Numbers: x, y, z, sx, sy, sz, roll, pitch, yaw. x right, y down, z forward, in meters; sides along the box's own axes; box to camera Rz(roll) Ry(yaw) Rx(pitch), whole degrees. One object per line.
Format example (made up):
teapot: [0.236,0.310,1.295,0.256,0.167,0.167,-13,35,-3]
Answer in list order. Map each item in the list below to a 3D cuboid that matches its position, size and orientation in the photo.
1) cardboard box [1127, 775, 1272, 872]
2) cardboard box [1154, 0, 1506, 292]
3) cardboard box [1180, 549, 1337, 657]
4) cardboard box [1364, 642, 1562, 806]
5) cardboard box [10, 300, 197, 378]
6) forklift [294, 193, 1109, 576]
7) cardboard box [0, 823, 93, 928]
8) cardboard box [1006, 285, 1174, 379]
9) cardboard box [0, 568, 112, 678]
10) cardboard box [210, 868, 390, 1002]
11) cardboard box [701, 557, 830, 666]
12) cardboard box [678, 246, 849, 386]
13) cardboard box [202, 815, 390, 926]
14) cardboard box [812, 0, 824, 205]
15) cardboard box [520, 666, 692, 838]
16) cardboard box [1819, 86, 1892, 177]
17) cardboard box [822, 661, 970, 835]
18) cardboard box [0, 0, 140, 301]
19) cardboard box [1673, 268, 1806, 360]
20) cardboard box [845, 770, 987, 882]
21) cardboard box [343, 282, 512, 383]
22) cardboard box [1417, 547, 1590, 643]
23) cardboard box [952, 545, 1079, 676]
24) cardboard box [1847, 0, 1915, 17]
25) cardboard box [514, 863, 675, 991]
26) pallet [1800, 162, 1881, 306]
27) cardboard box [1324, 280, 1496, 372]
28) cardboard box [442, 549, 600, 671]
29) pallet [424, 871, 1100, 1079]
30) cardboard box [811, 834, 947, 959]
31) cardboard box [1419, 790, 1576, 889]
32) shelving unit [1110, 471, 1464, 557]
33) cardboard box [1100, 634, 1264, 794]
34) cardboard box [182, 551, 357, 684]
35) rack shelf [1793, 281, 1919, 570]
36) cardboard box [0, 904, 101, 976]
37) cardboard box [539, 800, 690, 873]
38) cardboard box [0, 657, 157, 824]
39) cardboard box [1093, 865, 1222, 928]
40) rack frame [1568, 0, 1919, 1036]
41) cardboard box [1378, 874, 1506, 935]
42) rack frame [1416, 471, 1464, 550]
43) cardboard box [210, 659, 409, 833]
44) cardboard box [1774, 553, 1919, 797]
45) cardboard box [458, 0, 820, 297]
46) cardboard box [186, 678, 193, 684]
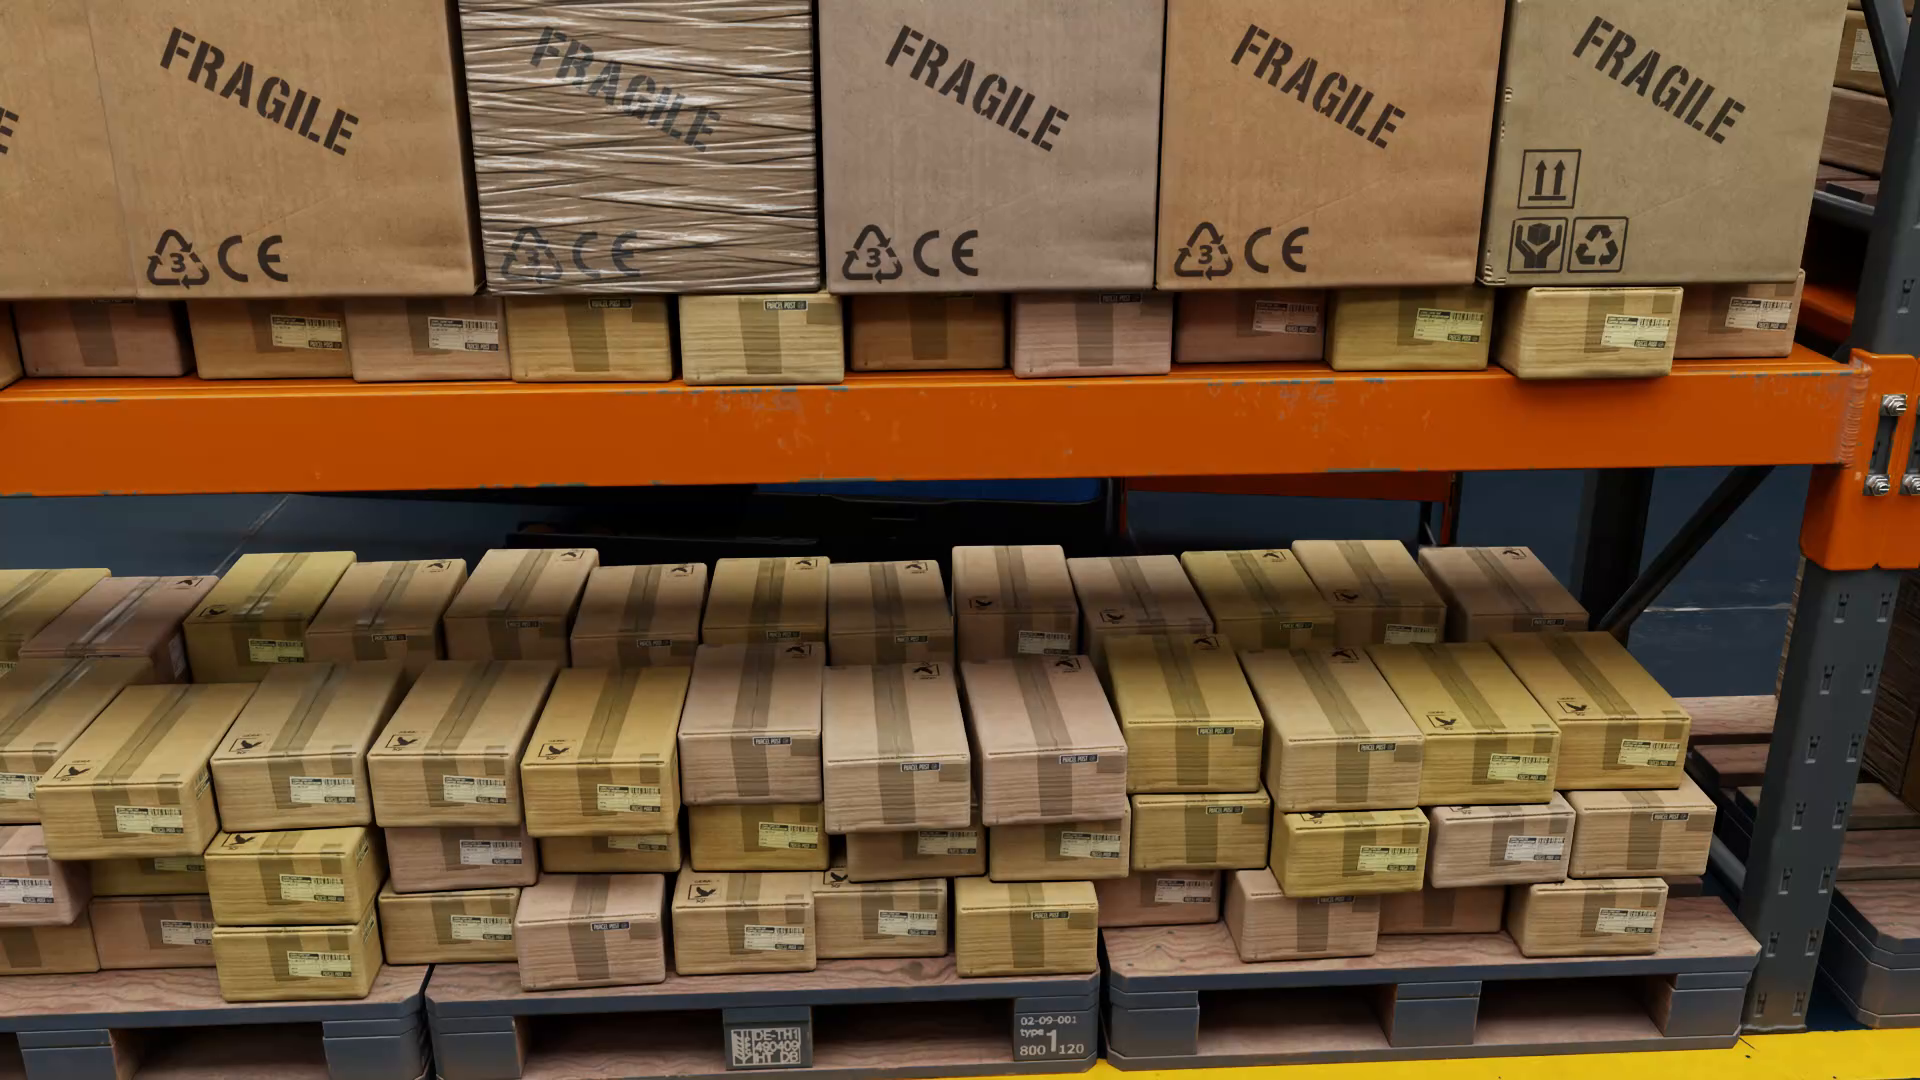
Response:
cardboard box: [0.426,0.467,3.176,0.250,0.149,0.380,-1,21,-3]
cardboard box: [0.529,-0.706,2.702,0.500,0.500,0.500,-2,21,-5]
cardboard box: [0.631,0.158,3.571,0.250,0.149,0.380,-1,21,-4]
cardboard box: [0.921,0.336,3.103,0.250,0.149,0.380,-1,21,-2]
cardboard box: [-1.362,-0.393,2.790,0.250,0.149,0.380,0,21,-1]
forklift: [-1.017,-1.427,5.251,3.031,2.935,1.130,2,21,6]
cardboard box: [-1.665,0.532,3.005,0.250,0.149,0.380,-1,21,-3]
cardboard box: [0.193,-0.394,2.792,0.250,0.149,0.380,-2,21,-5]
cardboard box: [-1.965,0.198,3.466,0.250,0.149,0.380,-1,21,-2]
cardboard box: [-1.172,0.671,3.058,0.250,0.149,0.380,-1,21,-2]
cardboard box: [-0.403,0.173,3.531,0.250,0.149,0.380,-1,21,-3]
cardboard box: [-0.314,-0.377,2.749,0.250,0.149,0.380,-1,21,-2]
cardboard box: [-1.163,0.529,3.013,0.250,0.149,0.380,-1,21,-1]
cardboard box: [-0.527,-0.875,3.144,0.500,0.500,0.500,0,21,0]
cardboard box: [-0.624,0.375,3.001,0.250,0.149,0.380,-1,21,-2]
cardboard box: [1.900,-0.798,3.264,0.250,0.149,0.380,-2,21,-4]
cardboard box: [-0.124,0.369,3.015,0.250,0.149,0.380,-2,21,-5]
cardboard box: [-1.482,-0.676,2.623,0.500,0.500,0.500,-1,21,-3]
cardboard box: [1.243,-0.435,2.900,0.250,0.149,0.380,-1,21,-4]
cardboard box: [-0.096,0.478,3.149,0.250,0.149,0.380,-2,21,-6]
cardboard box: [-0.842,-0.384,2.768,0.250,0.149,0.380,-2,21,-4]
cardboard box: [1.159,0.151,3.590,0.250,0.149,0.380,0,21,-1]
cardboard box: [0.113,0.147,3.599,0.250,0.149,0.380,-1,21,-2]
cardboard box: [1.904,-1.075,3.156,0.250,0.149,0.380,0,21,-1]
cardboard box: [-0.669,0.658,3.093,0.250,0.149,0.380,-2,21,-6]
pallet: [2.286,-0.515,3.028,1.213,0.211,1.003,-1,21,-3]
cardboard box: [0.721,-0.406,2.826,0.250,0.149,0.380,0,21,-1]
cardboard box: [-0.932,0.155,3.580,0.250,0.149,0.380,0,21,-1]
pallet: [-0.375,0.714,3.448,1.213,0.211,1.003,-1,21,-3]
cardboard box: [-0.155,0.627,3.176,0.250,0.149,0.380,-1,21,-2]
cardboard box: [0.949,0.485,3.129,0.250,0.149,0.380,-2,21,-6]
shelving unit: [1.020,-0.450,5.222,1.048,1.125,0.538,2,21,6]
cardboard box: [0.410,0.321,3.142,0.250,0.149,0.380,0,21,-1]
cardboard box: [-1.460,0.163,3.559,0.250,0.149,0.380,-2,21,-4]
rack shelf: [3.511,-0.345,3.323,4.000,0.370,1.077,-1,21,-3]
cardboard box: [-1.681,0.645,3.127,0.250,0.149,0.380,-1,21,-3]
cardboard box: [-0.635,0.470,3.169,0.250,0.149,0.380,0,21,0]
cardboard box: [-1.668,0.360,3.040,0.250,0.149,0.380,-1,21,-2]
cardboard box: [0.348,0.590,3.271,0.250,0.149,0.380,-2,21,-4]
rack frame: [1.514,-0.641,3.089,0.127,3.000,1.000,-1,21,-3]
cardboard box: [0.878,0.600,3.246,0.250,0.149,0.380,-1,21,-2]
rack frame: [1.525,-0.430,5.170,0.032,1.125,0.500,2,21,6]
cardboard box: [-1.166,0.366,3.024,0.250,0.149,0.380,-2,21,-6]
cardboard box: [2.239,0.227,3.733,0.500,0.500,0.500,-2,21,-4]
cardboard box: [-0.484,-0.694,2.670,0.500,0.500,0.500,-2,21,-4]
cardboard box: [-1.704,0.339,3.513,0.250,0.149,0.380,-2,21,-4]
